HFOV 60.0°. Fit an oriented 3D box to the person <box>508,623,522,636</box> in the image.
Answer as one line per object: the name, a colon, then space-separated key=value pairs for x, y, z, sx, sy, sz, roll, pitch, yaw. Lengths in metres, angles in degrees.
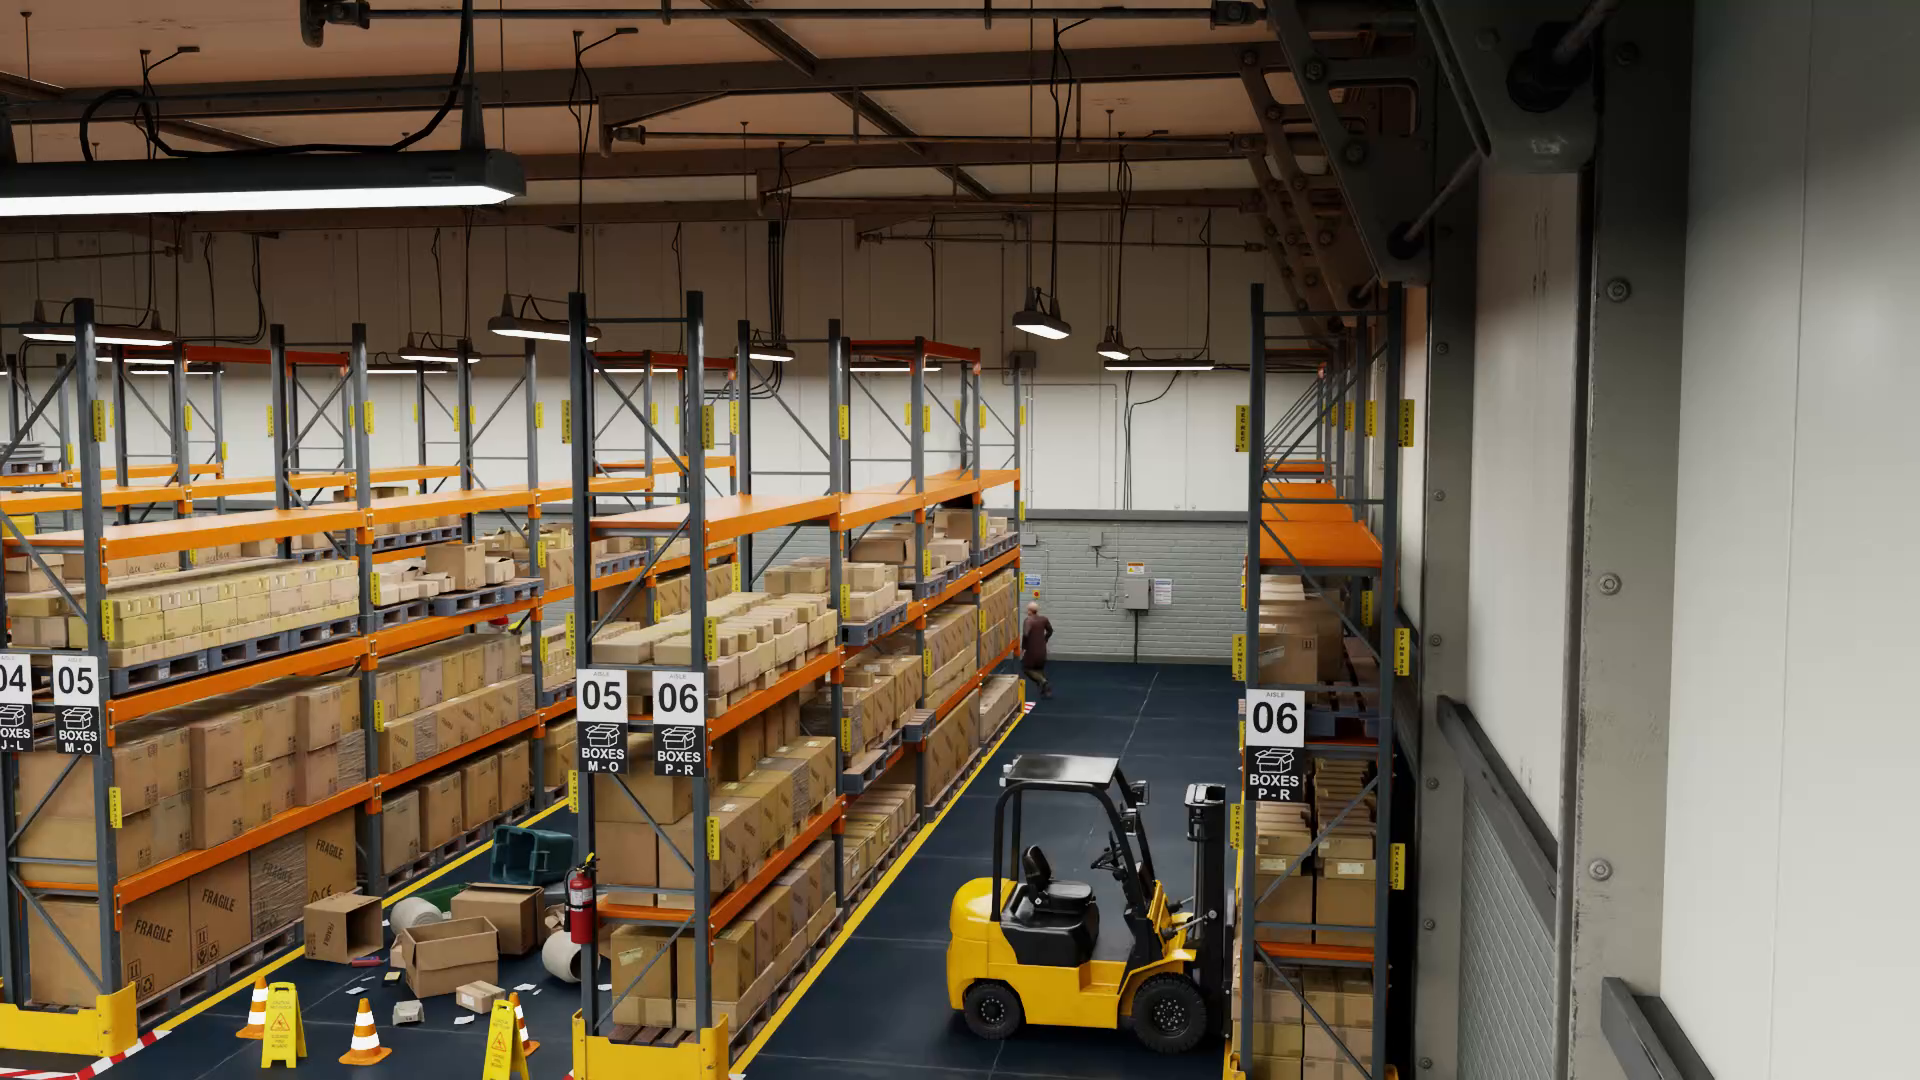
person: x=-7.033 y=2.189 z=26.446 sx=0.708 sy=1.765 sz=0.824 roll=0 pitch=5 yaw=4

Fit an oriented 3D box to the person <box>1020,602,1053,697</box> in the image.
person: x=1.310 y=1.949 z=29.420 sx=0.769 sy=1.712 sz=0.566 roll=-3 pitch=6 yaw=-37

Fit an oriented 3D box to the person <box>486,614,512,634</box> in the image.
person: x=-8.847 y=1.779 z=31.760 sx=0.746 sy=1.797 sz=0.661 roll=5 pitch=6 yaw=45
